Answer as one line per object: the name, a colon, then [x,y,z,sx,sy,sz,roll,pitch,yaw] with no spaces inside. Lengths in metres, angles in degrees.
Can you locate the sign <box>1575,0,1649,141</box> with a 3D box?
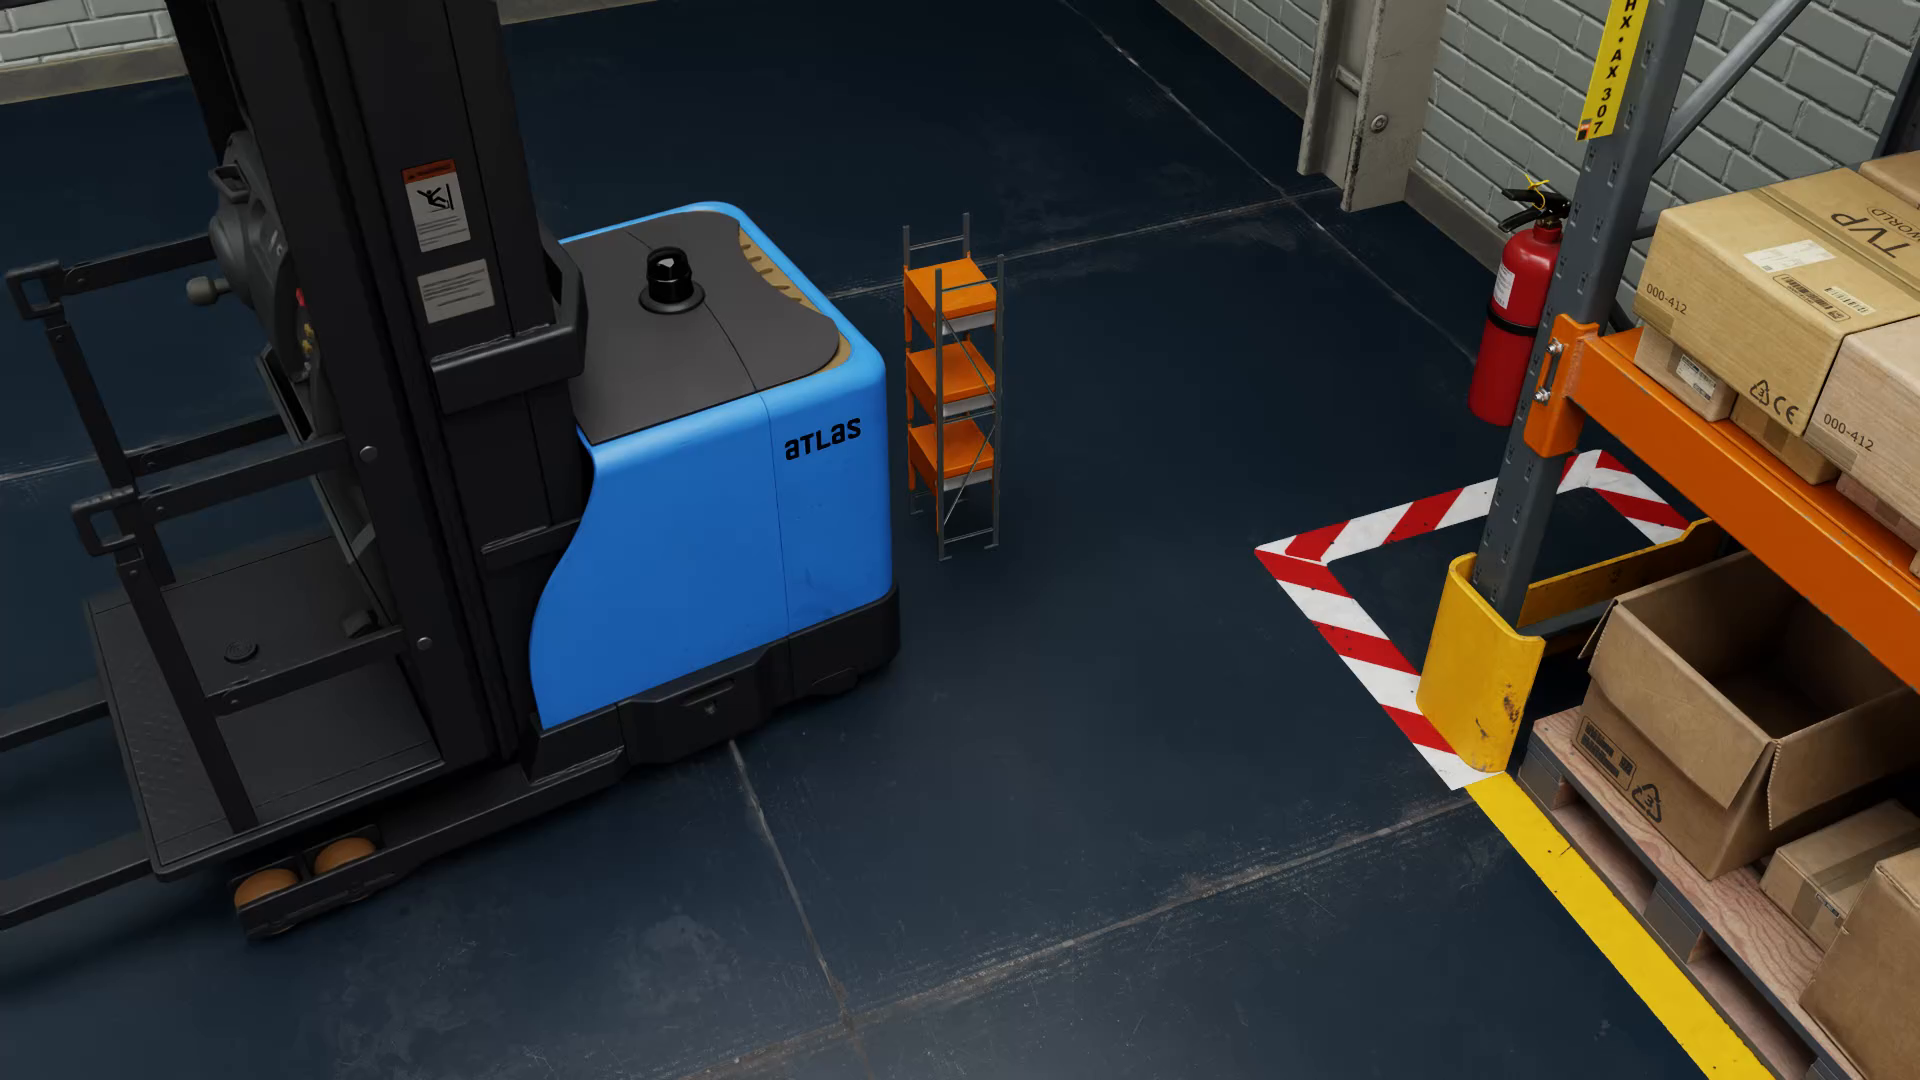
sign: [1.348,-0.979,3.424,0.100,0.325,0.005,-15,43,-17]

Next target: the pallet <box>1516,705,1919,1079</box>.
pallet: [2.184,0.797,4.161,1.003,0.211,1.213,-15,43,-17]

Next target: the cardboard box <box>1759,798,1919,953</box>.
cardboard box: [2.122,0.793,3.891,0.380,0.149,0.250,-17,43,-19]

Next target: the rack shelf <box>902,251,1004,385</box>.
rack shelf: [-0.021,-0.637,4.767,0.215,0.259,0.240,-15,43,-17]

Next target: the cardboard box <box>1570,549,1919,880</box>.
cardboard box: [1.995,0.393,4.085,0.797,0.503,0.637,-17,43,-19]

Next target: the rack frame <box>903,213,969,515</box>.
rack frame: [-0.067,-0.504,5.031,0.200,1.050,0.008,-15,43,-17]

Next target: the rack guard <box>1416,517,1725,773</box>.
rack guard: [1.878,0.208,4.625,1.175,0.500,0.348,-15,43,-17]

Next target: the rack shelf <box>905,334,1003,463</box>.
rack shelf: [-0.020,-0.422,4.952,0.215,0.259,0.240,-15,43,-17]

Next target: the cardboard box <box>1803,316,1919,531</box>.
cardboard box: [1.967,-0.198,3.066,0.500,0.250,0.500,-15,43,-16]

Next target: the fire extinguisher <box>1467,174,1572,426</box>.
fire extinguisher: [1.366,-0.589,3.979,0.296,0.674,0.183,-15,43,-17]

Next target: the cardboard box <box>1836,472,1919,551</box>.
cardboard box: [1.994,-0.133,3.297,0.380,0.149,0.250,-16,43,-17]

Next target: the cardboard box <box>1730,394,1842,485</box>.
cardboard box: [1.861,-0.283,3.471,0.380,0.149,0.250,-14,43,-16]

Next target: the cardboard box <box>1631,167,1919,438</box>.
cardboard box: [1.774,-0.501,3.419,0.500,0.250,0.500,-15,43,-17]

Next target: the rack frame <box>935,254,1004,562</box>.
rack frame: [0.026,-0.357,4.860,0.200,1.050,0.008,-15,43,-17]

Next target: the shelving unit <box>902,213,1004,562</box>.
shelving unit: [-0.020,-0.430,4.945,0.215,1.050,0.252,-15,43,-17]

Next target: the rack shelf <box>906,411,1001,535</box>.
rack shelf: [-0.020,-0.212,5.133,0.215,0.259,0.240,-15,43,-17]

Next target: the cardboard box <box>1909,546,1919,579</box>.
cardboard box: [2.034,0.035,3.102,0.380,0.149,0.250,-14,43,-16]

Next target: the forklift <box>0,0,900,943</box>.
forklift: [-1.705,-0.532,3.620,3.031,2.935,1.130,-21,45,-23]

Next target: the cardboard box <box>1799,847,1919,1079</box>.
cardboard box: [2.287,0.919,3.476,0.700,0.500,0.500,-13,42,-15]

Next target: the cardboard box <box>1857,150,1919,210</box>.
cardboard box: [2.270,-0.631,3.570,0.500,0.250,0.500,-14,43,-16]

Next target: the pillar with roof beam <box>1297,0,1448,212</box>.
pillar with roof beam: [-2.327,-3.836,2.809,9.100,9.000,0.400,-15,43,-17]

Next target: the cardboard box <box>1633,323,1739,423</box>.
cardboard box: [1.721,-0.424,3.636,0.380,0.149,0.250,-15,43,-17]

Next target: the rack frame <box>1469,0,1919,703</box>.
rack frame: [1.849,-0.786,3.863,1.000,3.000,0.127,-15,43,-17]

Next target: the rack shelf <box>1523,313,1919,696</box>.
rack shelf: [2.614,0.692,2.697,1.077,0.370,4.000,-15,43,-17]
